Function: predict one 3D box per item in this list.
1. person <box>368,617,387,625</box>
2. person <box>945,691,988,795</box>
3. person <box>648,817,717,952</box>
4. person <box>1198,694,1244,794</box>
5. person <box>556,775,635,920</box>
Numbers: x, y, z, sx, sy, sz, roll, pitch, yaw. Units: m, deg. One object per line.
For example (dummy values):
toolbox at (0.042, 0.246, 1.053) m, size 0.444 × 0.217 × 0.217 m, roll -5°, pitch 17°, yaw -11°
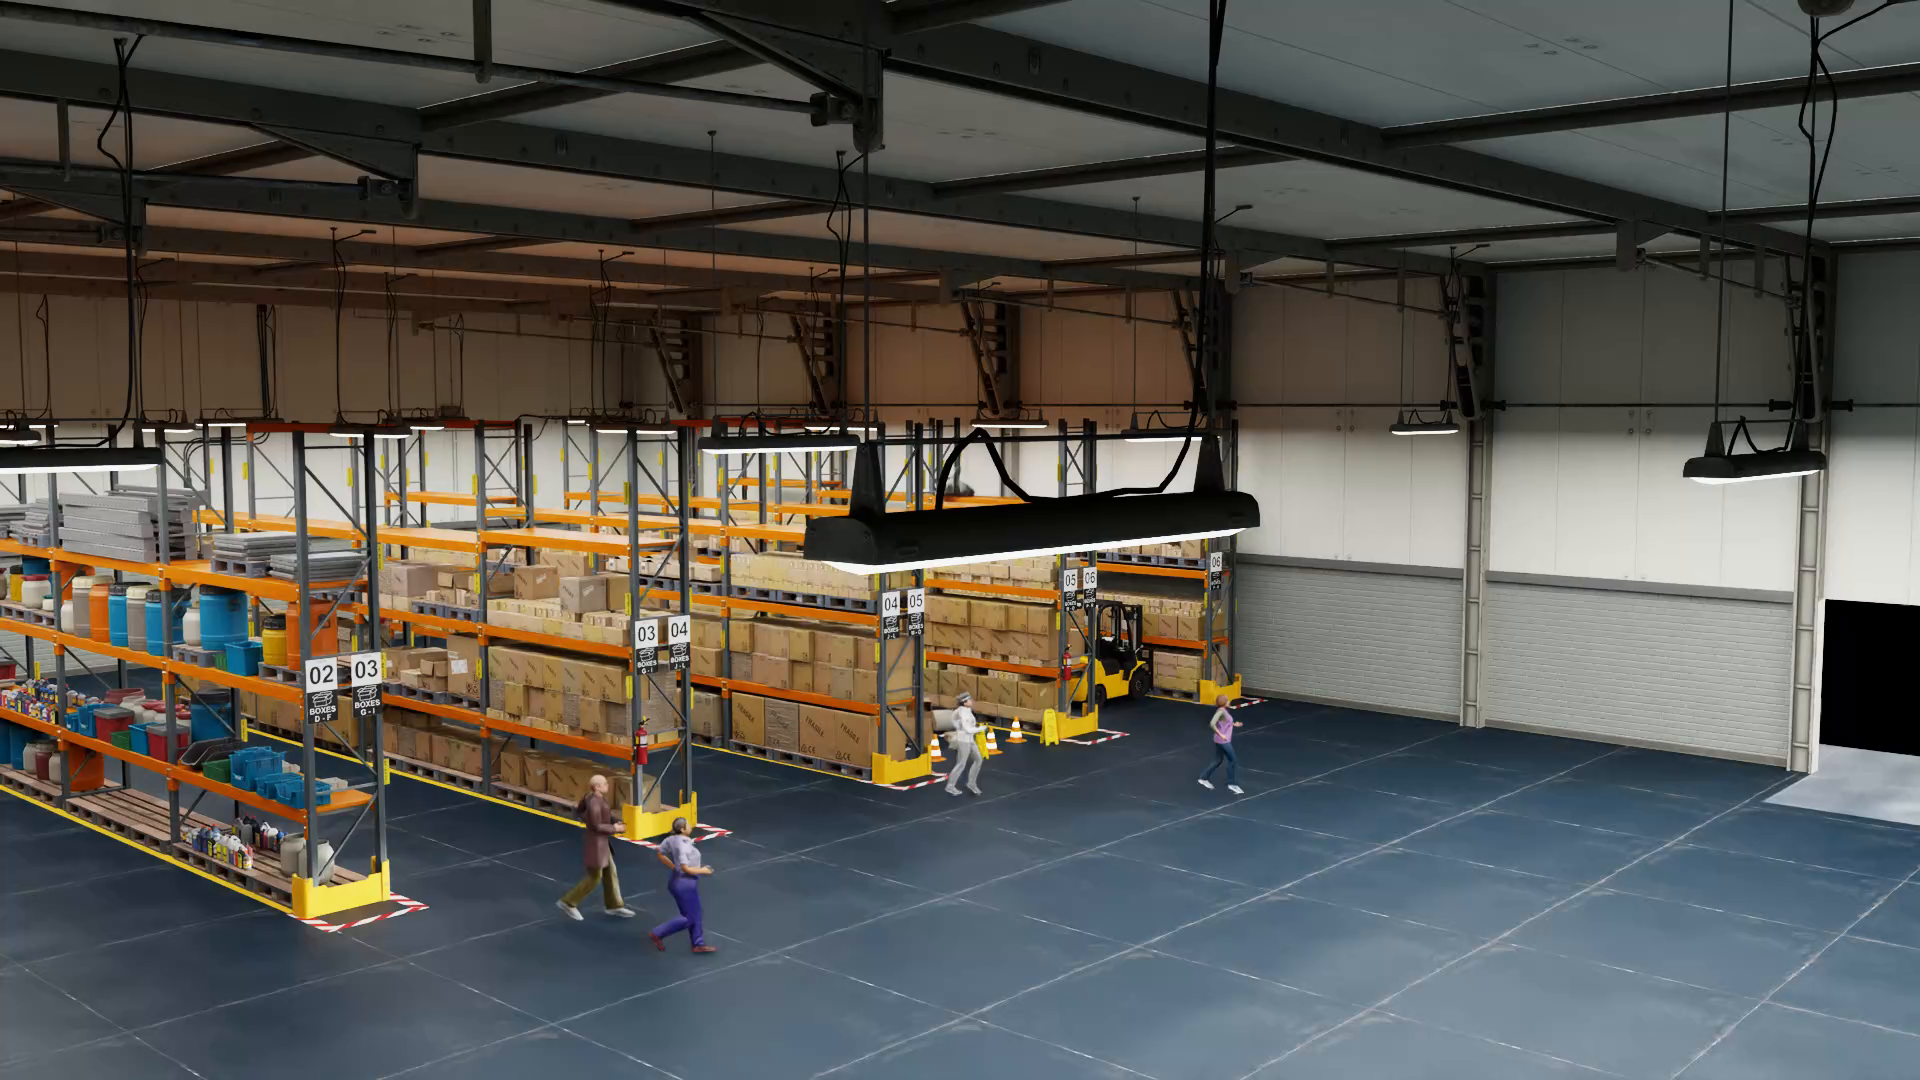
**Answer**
person at (-13.785, 2.284, 39.358) m, size 0.657 × 1.746 × 0.739 m, roll 4°, pitch 6°, yaw 37°
person at (0.105, 3.294, 26.857) m, size 0.693 × 1.728 × 0.622 m, roll 0°, pitch 5°, yaw 3°
person at (-3.188, 3.969, 18.999) m, size 0.849 × 1.640 × 0.607 m, roll -2°, pitch 5°, yaw -28°
person at (4.253, 3.309, 27.038) m, size 0.734 × 1.625 × 0.530 m, roll 0°, pitch 5°, yaw 2°
person at (-4.471, 3.770, 20.374) m, size 0.949 × 1.804 × 0.732 m, roll -1°, pitch 5°, yaw -13°
